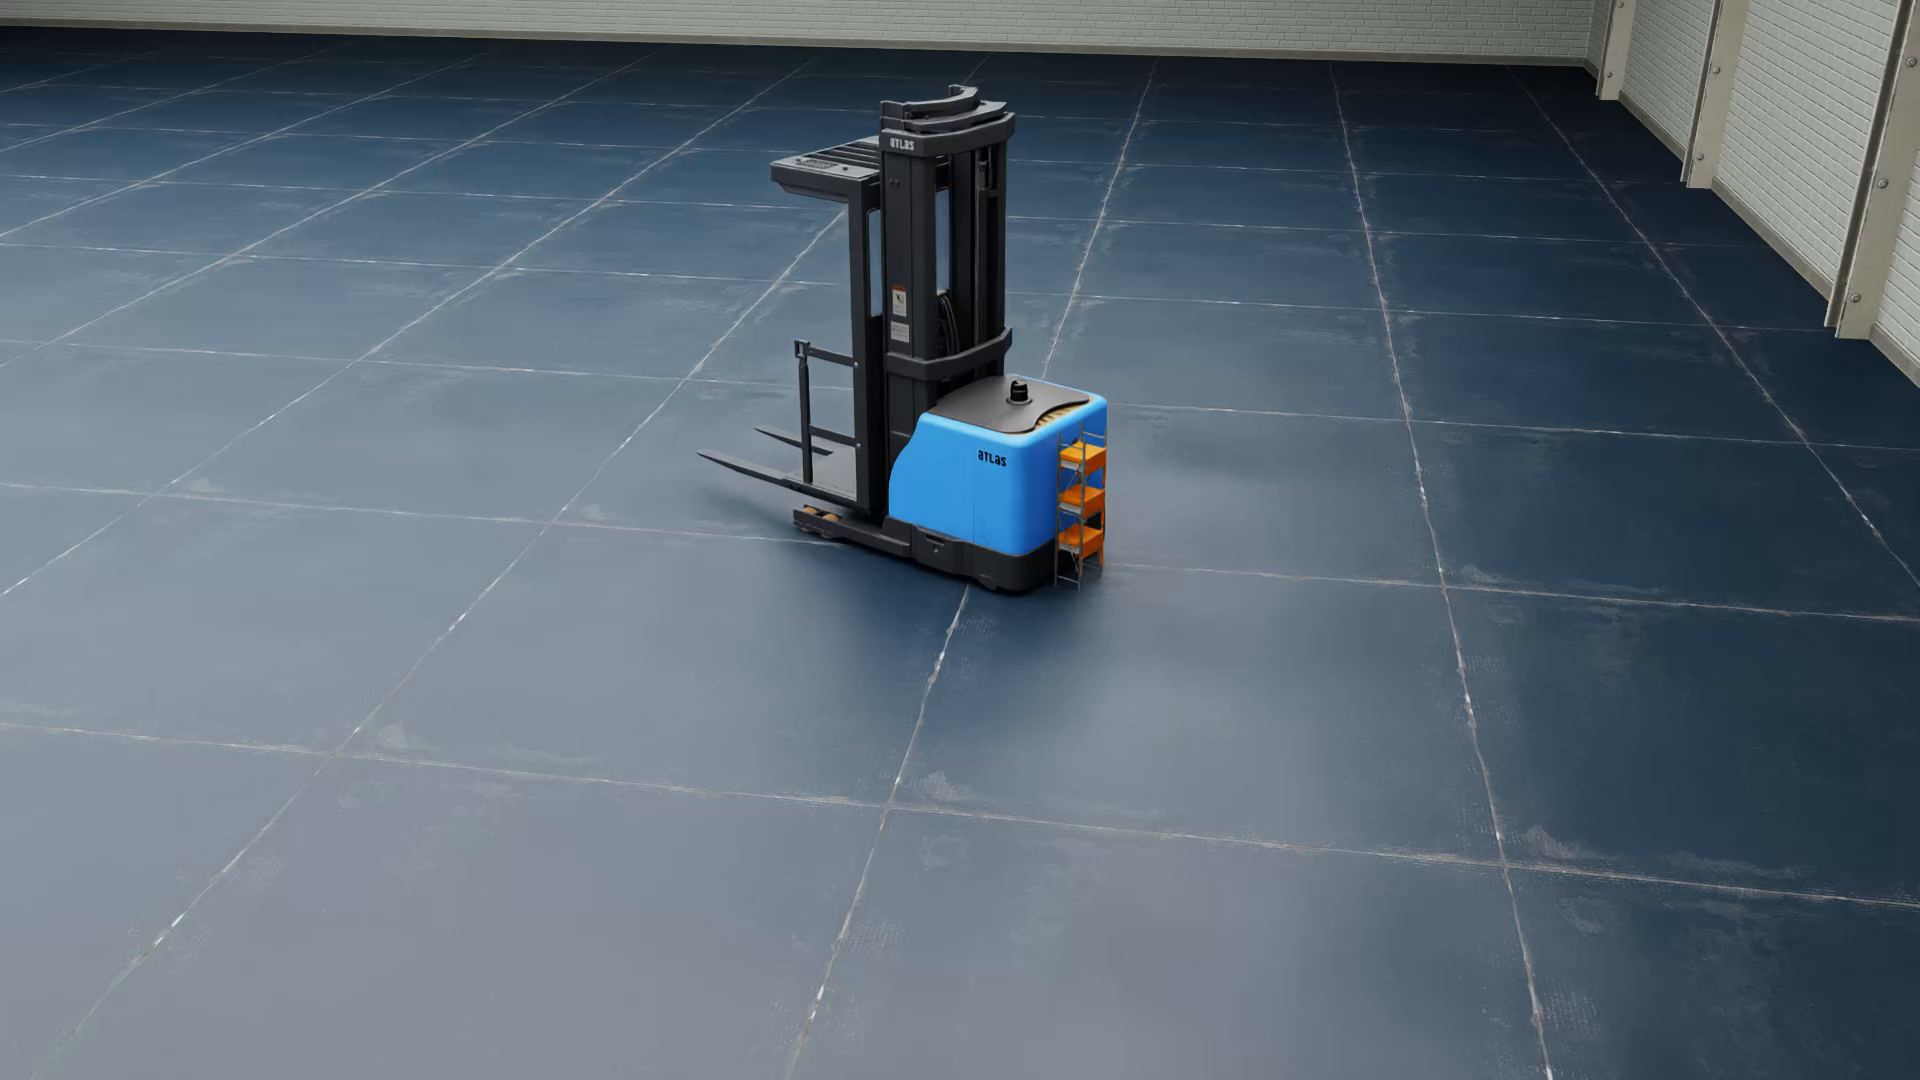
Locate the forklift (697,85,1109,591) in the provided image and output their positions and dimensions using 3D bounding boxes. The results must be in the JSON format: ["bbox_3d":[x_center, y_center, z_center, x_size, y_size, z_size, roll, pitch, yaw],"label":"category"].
[{"bbox_3d":[-0.509,-1.491,10.978,3.031,2.935,1.130,18,30,33],"label":"forklift"}]

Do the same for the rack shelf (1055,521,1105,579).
[{"bbox_3d":[0.763,0.061,10.563,0.215,0.259,0.240,18,30,33],"label":"rack shelf"}]

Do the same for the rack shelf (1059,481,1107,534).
[{"bbox_3d":[0.763,-0.191,10.445,0.215,0.259,0.240,18,30,33],"label":"rack shelf"}]

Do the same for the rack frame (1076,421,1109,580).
[{"bbox_3d":[0.836,-0.242,10.528,0.200,1.050,0.008,18,30,33],"label":"rack frame"}]

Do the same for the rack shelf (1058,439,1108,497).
[{"bbox_3d":[0.763,-0.448,10.324,0.215,0.259,0.240,18,30,33],"label":"rack shelf"}]

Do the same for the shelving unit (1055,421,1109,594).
[{"bbox_3d":[0.763,-0.201,10.440,0.215,1.050,0.252,18,30,33],"label":"shelving unit"}]

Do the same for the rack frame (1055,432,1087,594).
[{"bbox_3d":[0.689,-0.159,10.352,0.200,1.050,0.008,18,30,33],"label":"rack frame"}]

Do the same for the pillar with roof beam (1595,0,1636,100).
[{"bbox_3d":[5.910,-11.312,24.802,9.100,9.000,0.400,4,25,9],"label":"pillar with roof beam"}]

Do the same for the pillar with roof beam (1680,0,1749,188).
[{"bbox_3d":[4.929,-8.802,19.441,9.100,9.000,0.400,4,25,9],"label":"pillar with roof beam"}]

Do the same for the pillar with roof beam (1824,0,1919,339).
[{"bbox_3d":[3.949,-6.293,14.080,9.100,9.000,0.400,4,25,9],"label":"pillar with roof beam"}]
